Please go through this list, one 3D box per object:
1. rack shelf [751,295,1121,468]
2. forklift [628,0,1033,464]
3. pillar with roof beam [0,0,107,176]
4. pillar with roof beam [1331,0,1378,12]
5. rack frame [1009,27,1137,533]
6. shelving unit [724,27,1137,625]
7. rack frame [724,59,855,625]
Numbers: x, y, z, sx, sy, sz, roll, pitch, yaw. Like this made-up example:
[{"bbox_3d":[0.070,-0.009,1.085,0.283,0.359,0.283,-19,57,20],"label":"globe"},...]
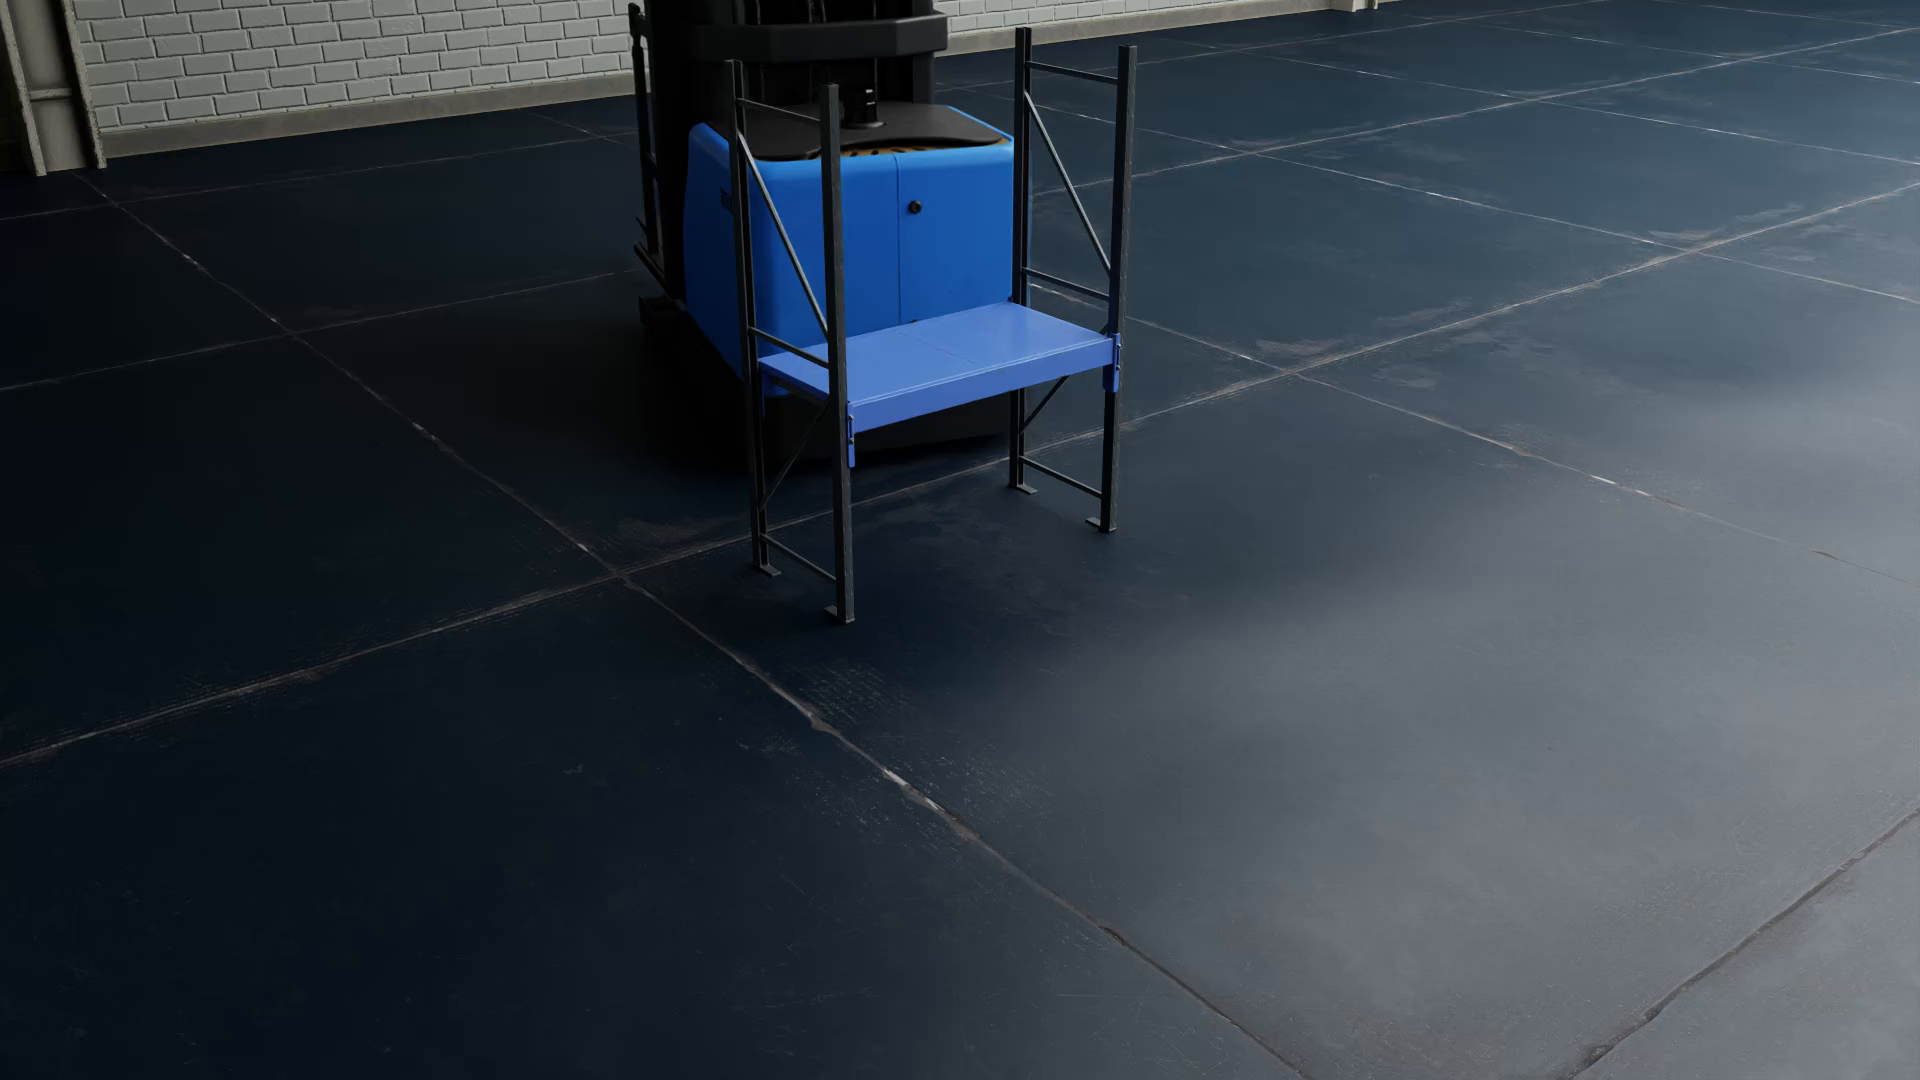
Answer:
[{"bbox_3d":[-0.067,-0.495,4.962,1.000,0.185,0.538,-18,31,-34],"label":"rack shelf"},{"bbox_3d":[-0.733,-2.183,6.472,1.130,2.935,3.031,-9,26,-19],"label":"forklift"},{"bbox_3d":[-2.800,-4.930,5.184,0.400,9.000,9.100,-18,31,-34],"label":"pillar with roof beam"},{"bbox_3d":[6.643,-8.048,11.901,0.400,9.000,9.100,-18,31,-34],"label":"pillar with roof beam"},{"bbox_3d":[0.333,-0.790,5.171,0.032,1.500,0.500,-18,31,-34],"label":"rack frame"},{"bbox_3d":[-0.067,-0.658,4.887,1.048,1.500,0.538,-18,31,-34],"label":"shelving unit"},{"bbox_3d":[-0.467,-0.526,4.602,0.032,1.500,0.500,-18,31,-34],"label":"rack frame"}]
